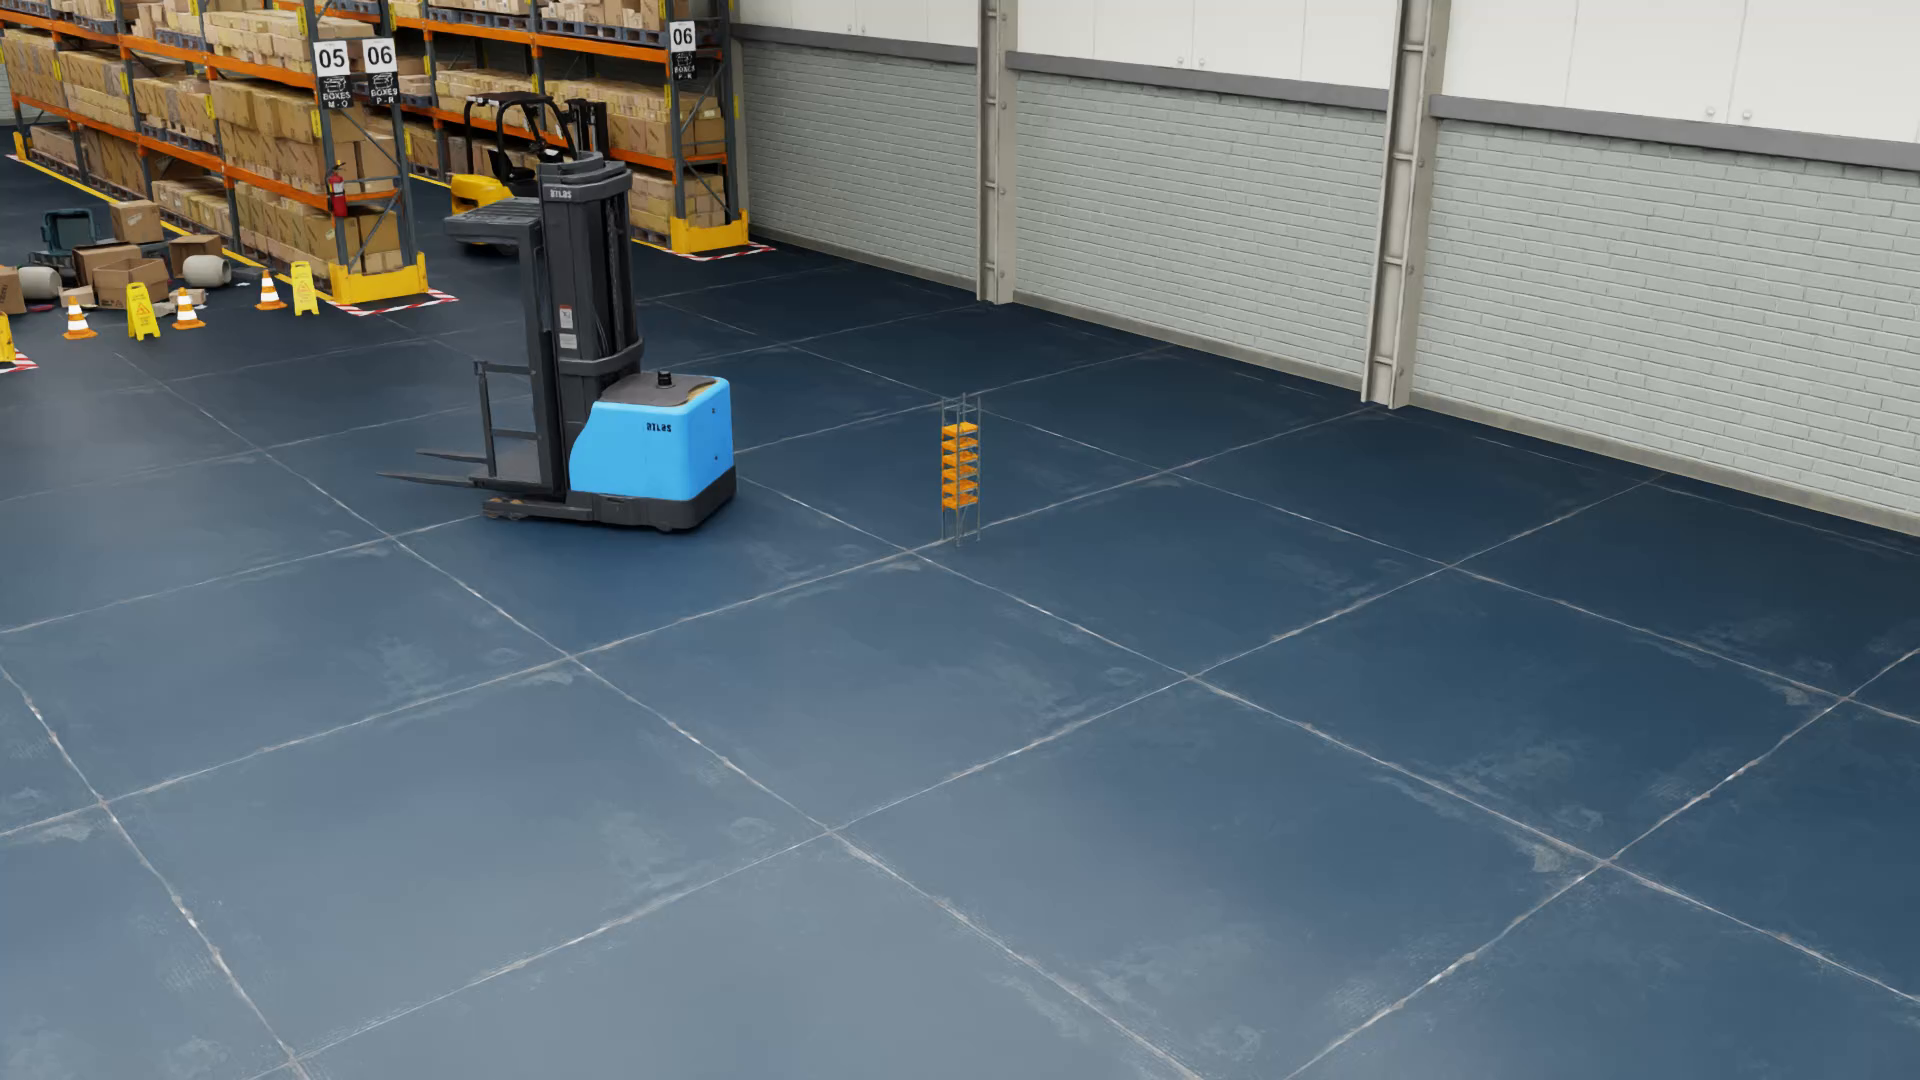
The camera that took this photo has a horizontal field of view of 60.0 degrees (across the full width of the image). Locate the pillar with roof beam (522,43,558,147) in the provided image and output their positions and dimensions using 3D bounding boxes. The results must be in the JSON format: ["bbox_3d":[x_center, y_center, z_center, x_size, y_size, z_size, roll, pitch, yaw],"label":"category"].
[{"bbox_3d":[-10.639,-9.553,25.534,9.100,9.000,0.400,-17,27,-37],"label":"pillar with roof beam"}]

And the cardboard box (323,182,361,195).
[{"bbox_3d":[-7.853,-4.472,21.134,0.380,0.149,0.250,-16,27,-36],"label":"cardboard box"}]

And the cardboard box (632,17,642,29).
[{"bbox_3d":[-4.460,-7.398,23.777,0.380,0.149,0.250,-18,28,-39],"label":"cardboard box"}]

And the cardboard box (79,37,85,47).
[{"bbox_3d":[-15.469,-8.882,29.651,0.380,0.149,0.250,-17,27,-37],"label":"cardboard box"}]

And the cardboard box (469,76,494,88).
[{"bbox_3d":[-8.076,-7.766,28.172,0.380,0.149,0.250,-17,27,-36],"label":"cardboard box"}]

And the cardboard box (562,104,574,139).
[{"bbox_3d":[-5.856,-6.546,25.948,0.500,0.500,0.500,-17,27,-37],"label":"cardboard box"}]

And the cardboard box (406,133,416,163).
[{"bbox_3d":[-10.012,-7.312,30.891,0.500,0.500,0.500,-16,27,-35],"label":"cardboard box"}]

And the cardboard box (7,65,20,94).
[{"bbox_3d":[-17.795,-8.803,31.709,0.500,0.500,0.500,-18,27,-38],"label":"cardboard box"}]

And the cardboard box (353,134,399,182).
[{"bbox_3d":[-7.546,-4.919,21.384,0.500,0.500,0.500,-18,28,-38],"label":"cardboard box"}]

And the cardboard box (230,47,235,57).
[{"bbox_3d":[-9.666,-6.649,22.579,0.380,0.149,0.250,-17,27,-37],"label":"cardboard box"}]

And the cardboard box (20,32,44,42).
[{"bbox_3d":[-17.033,-9.245,30.579,0.380,0.149,0.250,-17,27,-37],"label":"cardboard box"}]

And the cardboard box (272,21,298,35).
[{"bbox_3d":[-8.492,-6.509,21.128,0.380,0.149,0.250,-17,27,-37],"label":"cardboard box"}]

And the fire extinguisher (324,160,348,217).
[{"bbox_3d":[-7.721,-4.359,20.607,0.296,0.674,0.183,-17,27,-37],"label":"fire extinguisher"}]

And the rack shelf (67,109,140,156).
[{"bbox_3d":[-13.974,-6.965,28.139,1.077,0.370,4.000,-17,27,-37],"label":"rack shelf"}]

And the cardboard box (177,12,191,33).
[{"bbox_3d":[-10.876,-7.432,23.863,0.500,0.250,0.500,-17,27,-37],"label":"cardboard box"}]

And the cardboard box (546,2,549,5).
[{"bbox_3d":[-6.705,-8.628,26.917,0.380,0.149,0.250,-17,27,-37],"label":"cardboard box"}]

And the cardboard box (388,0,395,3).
[{"bbox_3d":[-10.085,-9.617,30.018,0.500,0.250,0.500,-17,27,-37],"label":"cardboard box"}]

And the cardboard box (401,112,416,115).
[{"bbox_3d":[-10.723,-8.199,32.266,0.380,0.149,0.250,-17,27,-37],"label":"cardboard box"}]

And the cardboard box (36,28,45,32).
[{"bbox_3d":[-17.321,-9.656,31.626,0.380,0.149,0.250,-17,27,-36],"label":"cardboard box"}]

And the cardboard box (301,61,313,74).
[{"bbox_3d":[-7.892,-5.848,20.534,0.380,0.149,0.250,-17,27,-37],"label":"cardboard box"}]

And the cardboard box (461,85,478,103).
[{"bbox_3d":[-8.153,-7.624,28.357,0.500,0.250,0.500,-18,28,-39],"label":"cardboard box"}]

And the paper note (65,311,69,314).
[{"bbox_3d":[-11.106,-2.833,20.703,0.032,0.001,0.123,-4,22,-10],"label":"paper note"}]

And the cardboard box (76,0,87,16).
[{"bbox_3d":[-14.039,-8.804,27.022,0.500,0.500,0.500,-17,27,-37],"label":"cardboard box"}]

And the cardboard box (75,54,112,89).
[{"bbox_3d":[-14.532,-7.901,28.036,0.500,0.500,0.500,-18,28,-39],"label":"cardboard box"}]

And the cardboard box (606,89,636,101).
[{"bbox_3d":[-5.088,-6.678,24.986,0.380,0.149,0.250,-17,27,-37],"label":"cardboard box"}]

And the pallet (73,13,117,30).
[{"bbox_3d":[-13.862,-8.529,27.294,1.003,0.211,1.213,-16,26,-35],"label":"pallet"}]

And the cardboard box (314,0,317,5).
[{"bbox_3d":[-12.464,-10.557,32.556,0.380,0.149,0.250,-18,27,-38],"label":"cardboard box"}]

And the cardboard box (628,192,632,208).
[{"bbox_3d":[-4.916,-5.206,25.172,0.500,0.250,0.500,-18,28,-39],"label":"cardboard box"}]

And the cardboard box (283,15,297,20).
[{"bbox_3d":[-8.788,-6.915,22.164,0.380,0.149,0.250,-17,27,-37],"label":"cardboard box"}]

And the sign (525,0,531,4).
[{"bbox_3d":[-6.705,-8.477,25.760,0.100,0.325,0.005,-17,27,-37],"label":"sign"}]

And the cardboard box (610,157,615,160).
[{"bbox_3d":[-5.490,-5.979,26.460,0.500,0.250,0.500,-18,28,-38],"label":"cardboard box"}]

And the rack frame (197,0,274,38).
[{"bbox_3d":[-10.058,-8.435,22.681,1.000,3.000,0.127,-17,27,-37],"label":"rack frame"}]

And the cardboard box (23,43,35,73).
[{"bbox_3d":[-16.783,-8.850,30.458,0.500,0.500,0.500,-17,27,-37],"label":"cardboard box"}]

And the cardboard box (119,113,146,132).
[{"bbox_3d":[-13.196,-6.755,26.823,0.500,0.250,0.500,-19,28,-39],"label":"cardboard box"}]

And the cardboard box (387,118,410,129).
[{"bbox_3d":[-10.590,-7.860,31.402,0.380,0.149,0.250,-16,27,-36],"label":"cardboard box"}]

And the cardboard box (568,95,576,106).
[{"bbox_3d":[-5.825,-6.800,25.706,0.380,0.149,0.250,-17,27,-36],"label":"cardboard box"}]

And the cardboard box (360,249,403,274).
[{"bbox_3d":[-7.764,-3.741,22.116,0.500,0.250,0.500,-18,28,-38],"label":"cardboard box"}]

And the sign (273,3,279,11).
[{"bbox_3d":[-9.652,-7.411,23.469,0.100,0.325,0.005,-17,27,-37],"label":"sign"}]

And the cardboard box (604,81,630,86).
[{"bbox_3d":[-5.337,-7.092,26.044,0.380,0.149,0.250,-18,28,-38],"label":"cardboard box"}]

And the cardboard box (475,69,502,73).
[{"bbox_3d":[-8.290,-8.191,29.257,0.380,0.149,0.250,-17,27,-36],"label":"cardboard box"}]

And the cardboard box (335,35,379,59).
[{"bbox_3d":[-7.573,-6.204,20.897,0.500,0.250,0.500,-18,28,-38],"label":"cardboard box"}]

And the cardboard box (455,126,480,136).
[{"bbox_3d":[-9.015,-7.482,30.435,0.380,0.149,0.250,-16,26,-35],"label":"cardboard box"}]

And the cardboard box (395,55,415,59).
[{"bbox_3d":[-10.525,-8.730,30.947,0.700,0.500,0.500,-18,27,-38],"label":"cardboard box"}]

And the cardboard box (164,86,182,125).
[{"bbox_3d":[-11.533,-6.521,24.899,0.500,0.500,0.500,-19,28,-39],"label":"cardboard box"}]

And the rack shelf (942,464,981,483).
[{"bbox_3d":[0.009,-0.513,13.271,0.258,0.103,0.180,-17,27,-37],"label":"rack shelf"}]

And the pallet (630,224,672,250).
[{"bbox_3d":[-4.220,-4.622,24.996,1.003,0.211,1.213,-17,27,-37],"label":"pallet"}]

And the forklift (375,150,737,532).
[{"bbox_3d":[-3.506,-1.709,13.828,3.031,2.935,1.130,6,22,14],"label":"forklift"}]

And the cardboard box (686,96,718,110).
[{"bbox_3d":[-3.746,-6.350,24.150,0.380,0.149,0.250,-18,28,-38],"label":"cardboard box"}]

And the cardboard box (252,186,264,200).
[{"bbox_3d":[-9.504,-4.791,22.879,0.380,0.149,0.250,-16,27,-35],"label":"cardboard box"}]

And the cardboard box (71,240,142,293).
[{"bbox_3d":[-11.128,-3.577,21.739,0.797,0.637,0.503,-17,27,-37],"label":"cardboard box"}]

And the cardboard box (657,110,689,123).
[{"bbox_3d":[-4.128,-6.097,23.911,0.380,0.149,0.250,-17,27,-37],"label":"cardboard box"}]

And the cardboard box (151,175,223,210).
[{"bbox_3d":[-12.308,-5.560,26.595,0.950,0.372,0.625,-20,29,-41],"label":"cardboard box"}]

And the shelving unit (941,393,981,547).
[{"bbox_3d":[0.009,-0.555,13.255,0.258,1.200,0.189,-17,27,-37],"label":"shelving unit"}]

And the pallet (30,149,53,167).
[{"bbox_3d":[-17.310,-7.457,32.232,1.003,0.211,1.213,-17,27,-37],"label":"pallet"}]

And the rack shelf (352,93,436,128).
[{"bbox_3d":[-10.217,-8.147,31.159,1.077,0.370,4.000,-17,27,-37],"label":"rack shelf"}]

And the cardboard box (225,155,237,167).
[{"bbox_3d":[-10.095,-5.362,23.404,0.380,0.149,0.250,-18,27,-38],"label":"cardboard box"}]

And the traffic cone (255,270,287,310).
[{"bbox_3d":[-8.705,-3.167,20.936,0.336,0.463,0.334,-17,27,-37],"label":"traffic cone"}]

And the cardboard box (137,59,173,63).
[{"bbox_3d":[-13.137,-7.588,27.237,0.500,0.500,0.500,-17,27,-37],"label":"cardboard box"}]
